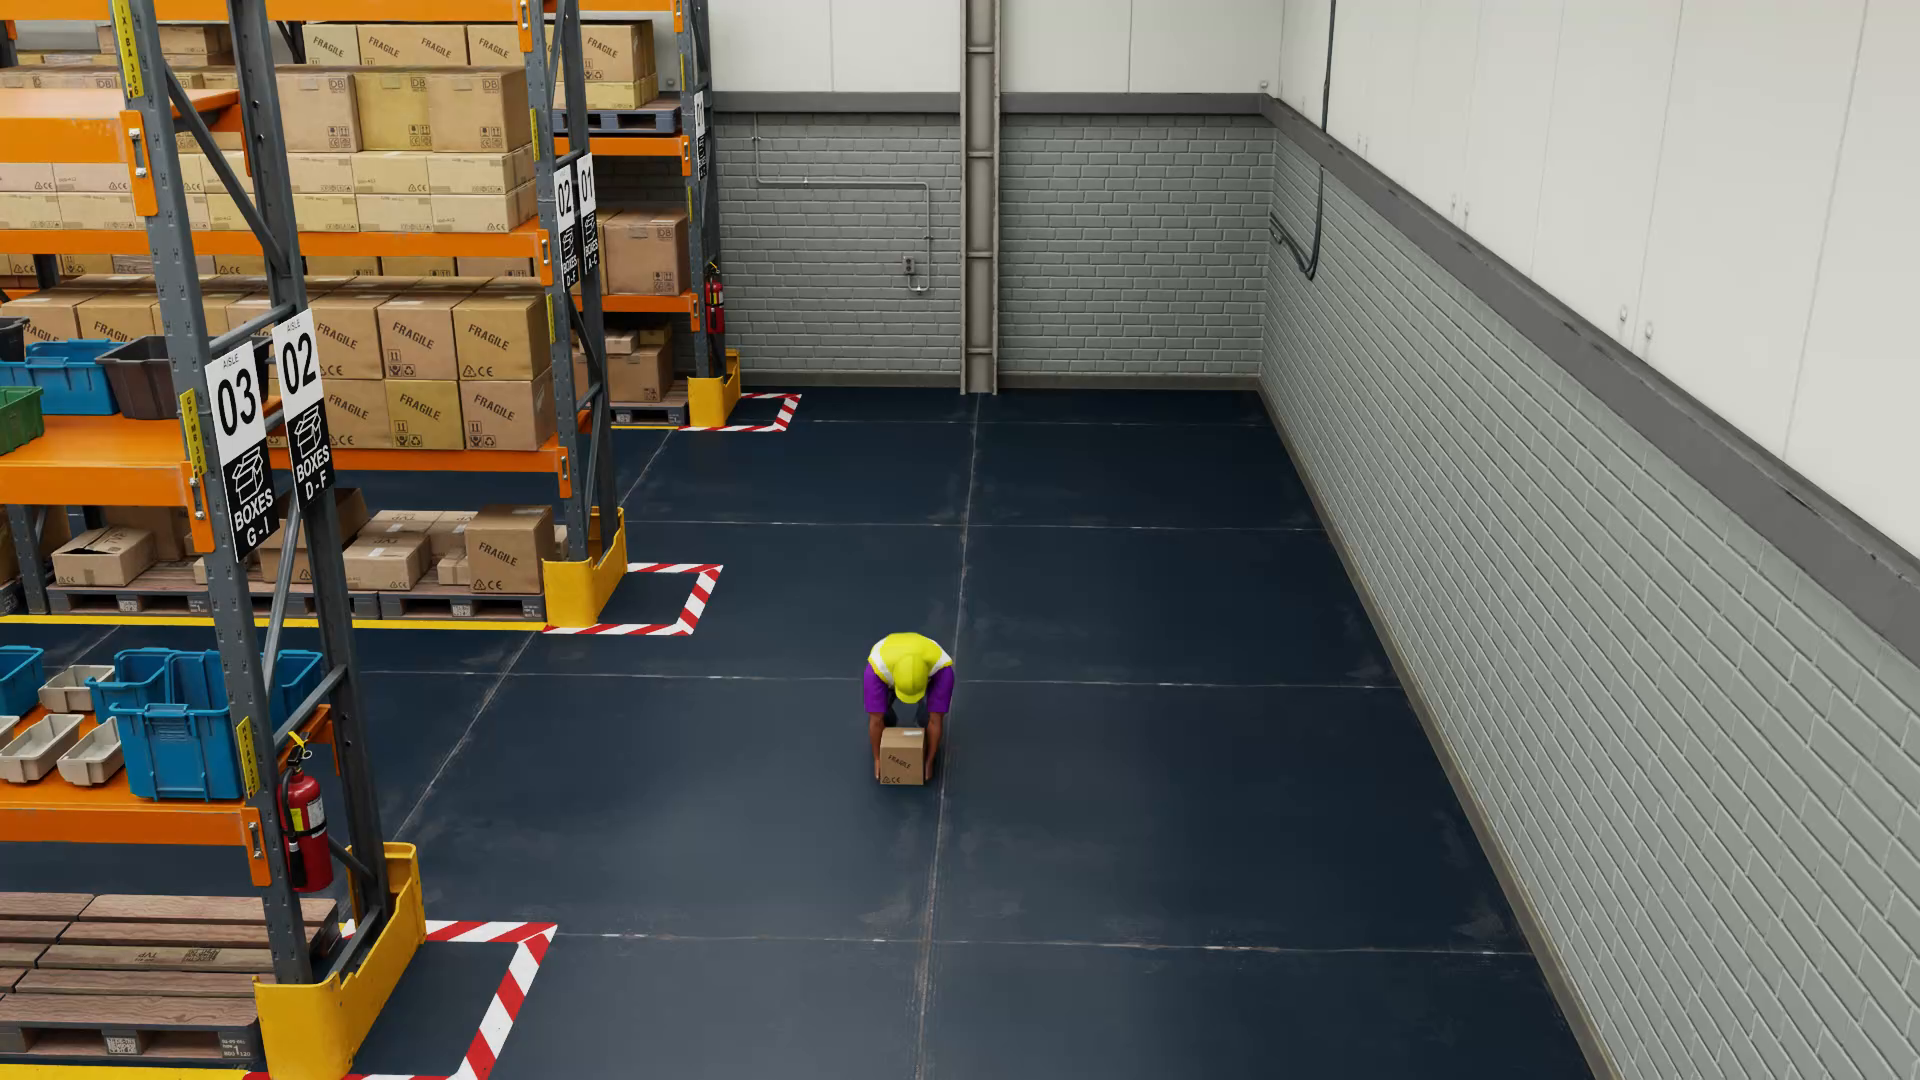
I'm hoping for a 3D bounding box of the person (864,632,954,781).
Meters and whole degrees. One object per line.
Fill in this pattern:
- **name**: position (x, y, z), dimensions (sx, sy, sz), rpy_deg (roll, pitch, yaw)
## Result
- **person**: position (-0.304, 0.948, 10.018), dimensions (0.541, 0.886, 0.934), rpy_deg (0, 21, 1)
